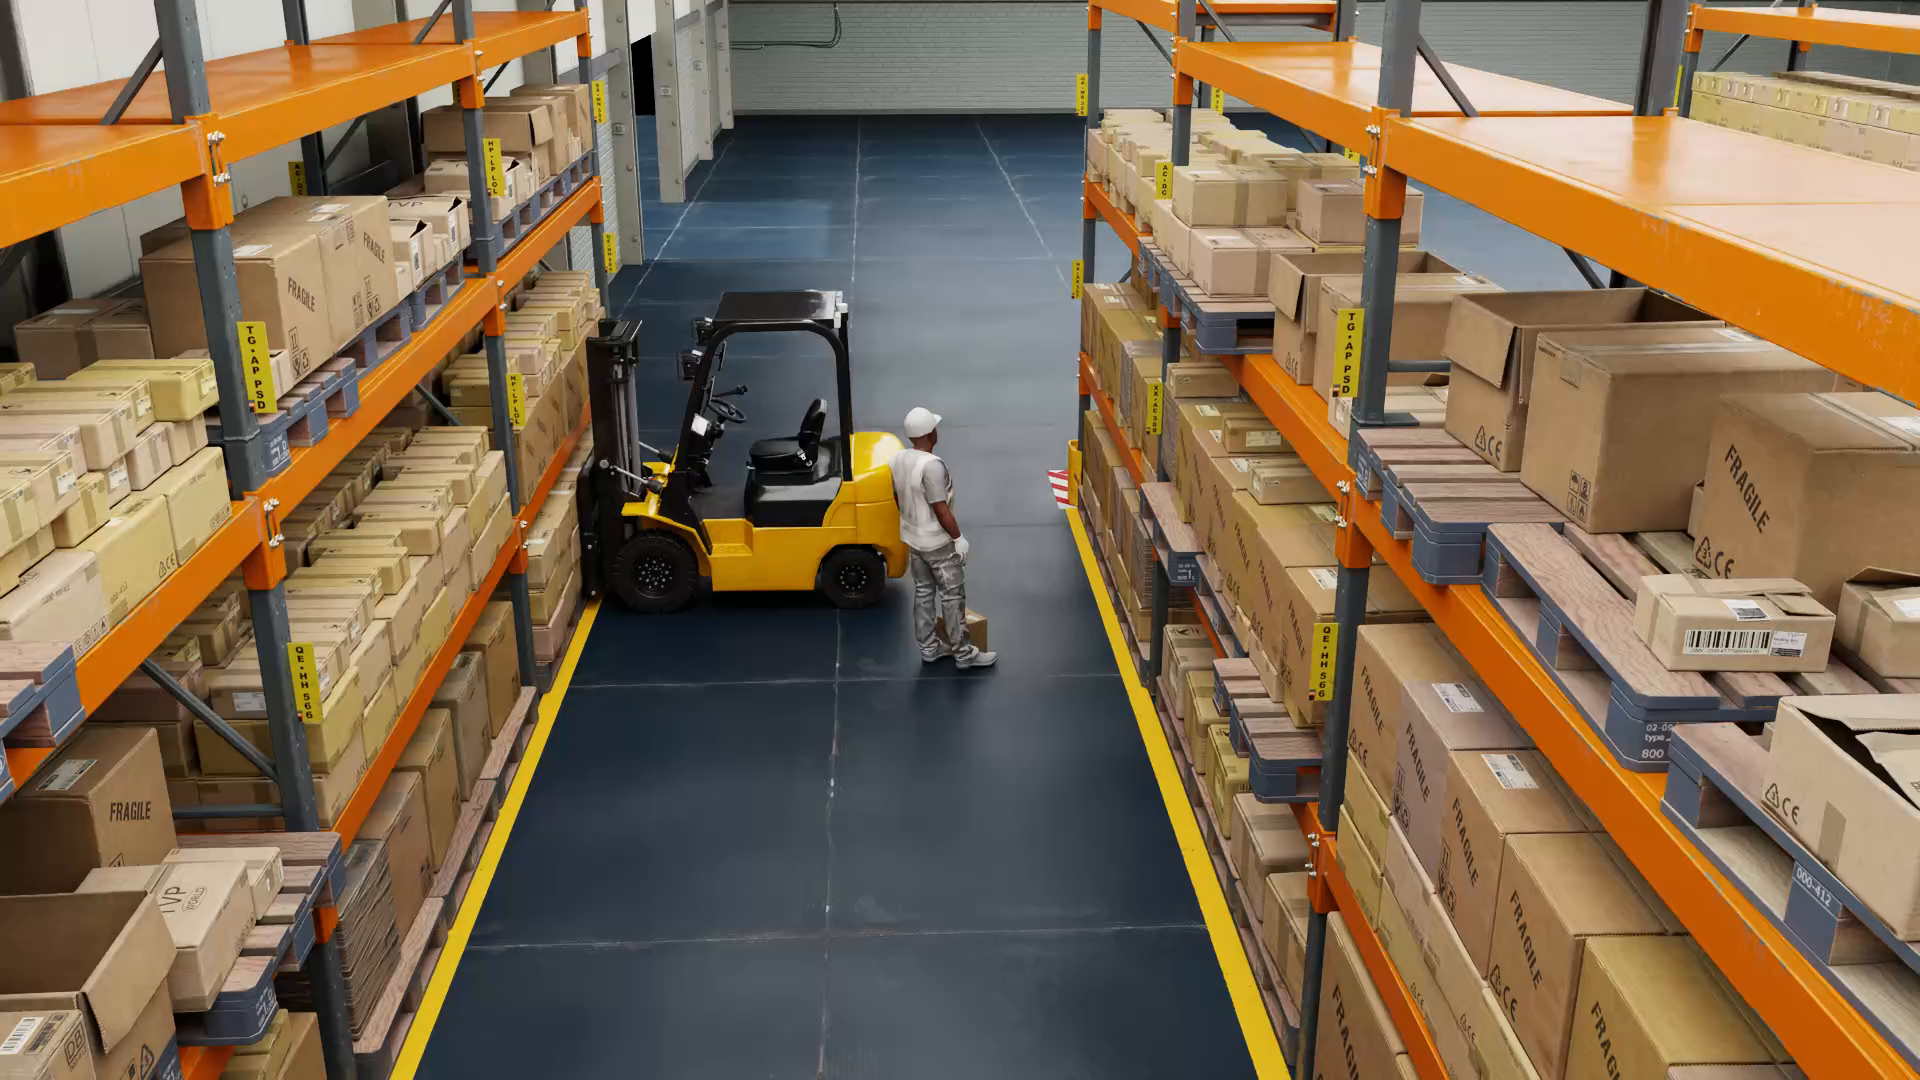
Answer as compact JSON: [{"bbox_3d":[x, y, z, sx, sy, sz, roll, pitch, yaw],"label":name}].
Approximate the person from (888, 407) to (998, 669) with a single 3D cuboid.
[{"bbox_3d":[-0.129,-0.030,11.101,0.575,1.785,0.656,-13,24,-32],"label":"person"}]
